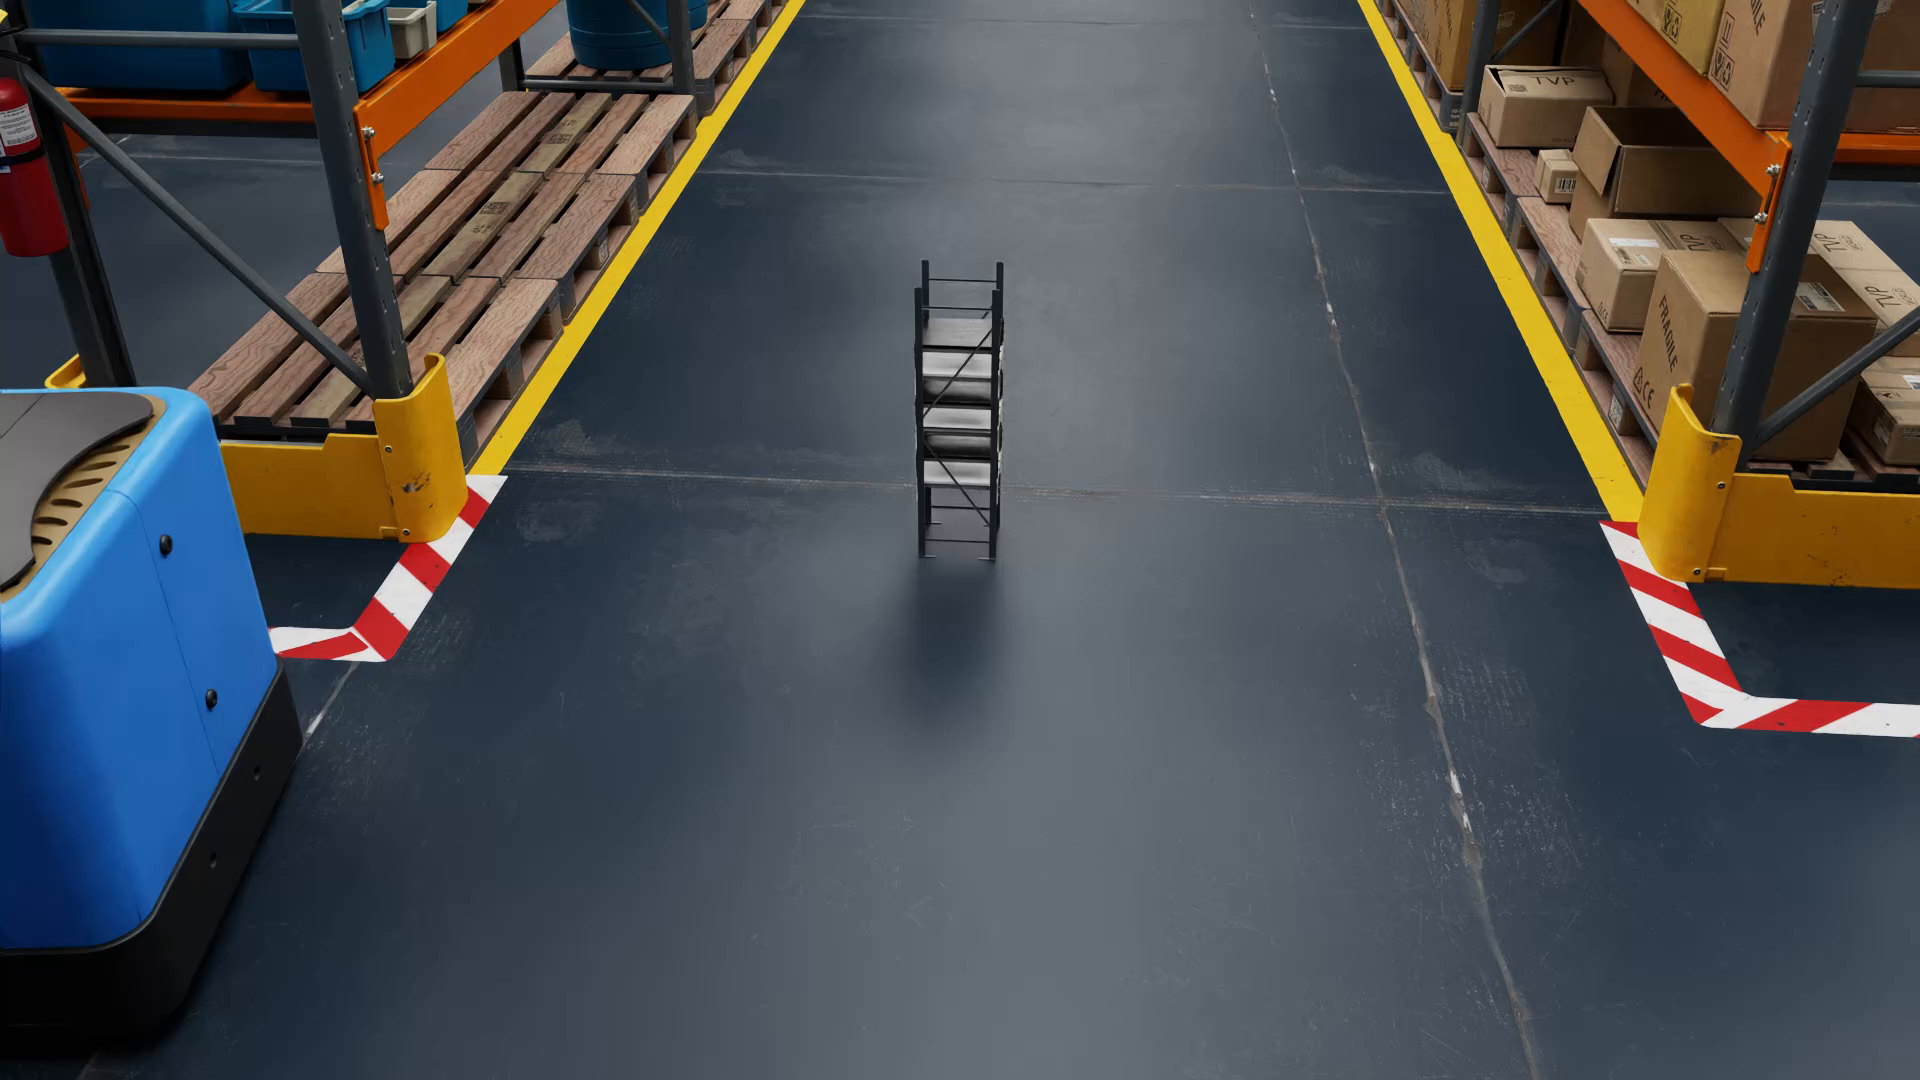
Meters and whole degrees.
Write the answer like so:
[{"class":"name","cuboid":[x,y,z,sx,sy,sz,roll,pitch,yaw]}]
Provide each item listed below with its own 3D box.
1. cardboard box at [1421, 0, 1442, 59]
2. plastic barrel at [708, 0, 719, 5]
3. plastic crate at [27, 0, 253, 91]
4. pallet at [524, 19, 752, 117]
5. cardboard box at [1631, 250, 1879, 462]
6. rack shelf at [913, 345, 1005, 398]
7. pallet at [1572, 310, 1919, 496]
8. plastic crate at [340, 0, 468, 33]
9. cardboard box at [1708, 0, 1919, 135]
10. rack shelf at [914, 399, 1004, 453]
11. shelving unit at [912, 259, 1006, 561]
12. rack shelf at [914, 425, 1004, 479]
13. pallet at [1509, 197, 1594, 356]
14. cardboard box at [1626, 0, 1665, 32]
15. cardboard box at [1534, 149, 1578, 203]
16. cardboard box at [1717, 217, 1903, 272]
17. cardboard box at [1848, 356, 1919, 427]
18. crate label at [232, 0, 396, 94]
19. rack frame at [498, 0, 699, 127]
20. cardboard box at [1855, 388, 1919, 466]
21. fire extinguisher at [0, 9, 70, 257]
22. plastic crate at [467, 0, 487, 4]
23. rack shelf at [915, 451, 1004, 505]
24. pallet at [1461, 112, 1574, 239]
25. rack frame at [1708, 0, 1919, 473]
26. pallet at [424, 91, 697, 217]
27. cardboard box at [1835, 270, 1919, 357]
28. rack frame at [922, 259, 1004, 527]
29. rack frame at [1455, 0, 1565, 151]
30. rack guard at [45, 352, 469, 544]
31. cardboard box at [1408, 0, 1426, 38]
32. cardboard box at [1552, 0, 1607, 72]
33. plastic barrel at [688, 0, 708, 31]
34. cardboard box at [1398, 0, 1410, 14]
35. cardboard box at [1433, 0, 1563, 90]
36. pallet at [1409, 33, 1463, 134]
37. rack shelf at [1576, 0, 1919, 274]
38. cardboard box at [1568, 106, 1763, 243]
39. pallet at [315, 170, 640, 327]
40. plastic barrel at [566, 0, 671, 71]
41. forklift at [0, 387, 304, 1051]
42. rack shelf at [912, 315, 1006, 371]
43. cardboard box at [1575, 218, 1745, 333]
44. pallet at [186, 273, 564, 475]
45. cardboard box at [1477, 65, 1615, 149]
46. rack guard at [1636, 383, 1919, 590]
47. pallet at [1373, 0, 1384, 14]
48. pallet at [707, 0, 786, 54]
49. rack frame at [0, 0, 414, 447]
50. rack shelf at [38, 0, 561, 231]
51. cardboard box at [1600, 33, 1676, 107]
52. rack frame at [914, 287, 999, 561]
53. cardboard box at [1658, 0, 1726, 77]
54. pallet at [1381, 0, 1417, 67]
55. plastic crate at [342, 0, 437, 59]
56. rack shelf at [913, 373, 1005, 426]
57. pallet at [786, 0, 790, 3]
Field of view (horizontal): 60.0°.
[{"class":"cardboard box","cuboid":[2.847,-2.920,9.093,0.500,0.500,0.500,3,32,4]},{"class":"plastic barrel","cuboid":[-1.639,-3.547,10.118,0.421,0.512,0.421,0,32,0]},{"class":"plastic crate","cuboid":[-2.378,-1.614,4.919,0.616,0.435,0.499,2,32,4]},{"class":"pallet","cuboid":[-1.789,-2.697,9.425,1.003,0.211,1.213,2,32,4]},{"class":"cardboard box","cuboid":[2.516,-0.595,5.320,0.500,0.500,0.500,2,32,4]},{"class":"rack shelf","cuboid":[-0.001,-0.504,4.930,0.258,0.077,0.200,2,32,4]},{"class":"pallet","cuboid":[2.788,-0.446,5.774,1.003,0.211,1.213,2,32,4]},{"class":"plastic crate","cuboid":[-1.817,-1.804,5.421,0.416,0.233,0.300,2,32,4]},{"class":"cardboard box","cuboid":[2.483,-1.465,4.674,0.500,0.500,0.500,3,32,5]},{"class":"rack shelf","cuboid":[-0.001,-0.350,5.025,0.258,0.077,0.200,2,32,4]},{"class":"shelving unit","cuboid":[-0.001,-0.379,5.007,0.258,0.900,0.210,2,32,4]},{"class":"rack shelf","cuboid":[-0.001,-0.274,5.072,0.258,0.077,0.200,2,32,4]},{"class":"pallet","cuboid":[2.890,-1.083,6.806,1.003,0.211,1.213,2,32,4]},{"class":"cardboard box","cuboid":[2.568,-1.998,5.537,0.500,0.500,0.500,3,32,4]},{"class":"cardboard box","cuboid":[2.733,-1.587,7.247,0.380,0.166,0.250,2,32,4]},{"class":"cardboard box","cuboid":[3.126,-0.989,6.197,0.500,0.250,0.500,2,32,4]},{"class":"cardboard box","cuboid":[3.115,-0.493,5.472,0.380,0.166,0.250,2,32,4]},{"class":"crate label","cuboid":[-1.871,-1.460,4.862,0.416,0.233,0.303,2,32,4]},{"class":"rack frame","cuboid":[-1.893,-3.482,8.041,1.000,3.000,0.127,2,32,4]},{"class":"cardboard box","cuboid":[3.094,-0.355,5.265,0.380,0.149,0.250,2,32,4]},{"class":"fire extinguisher","cuboid":[-2.684,-1.139,4.669,0.296,0.674,0.183,2,32,4]},{"class":"plastic crate","cuboid":[-1.707,-1.938,5.730,0.250,0.136,0.298,2,32,4]},{"class":"rack shelf","cuboid":[-0.001,-0.197,5.119,0.258,0.077,0.200,2,32,4]},{"class":"pallet","cuboid":[2.987,-1.722,7.844,1.003,0.211,1.213,2,32,4]},{"class":"rack frame","cuboid":[2.718,-1.177,4.301,1.000,3.000,0.127,2,32,4]},{"class":"pallet","cuboid":[-1.914,-1.909,8.146,1.003,0.211,1.213,2,32,4]},{"class":"cardboard box","cuboid":[3.085,-0.727,5.773,0.500,0.250,0.500,2,32,4]},{"class":"rack frame","cuboid":[0.008,-0.432,5.093,0.240,0.900,0.006,2,32,4]},{"class":"rack frame","cuboid":[3.043,-3.269,7.695,1.000,3.000,0.127,2,32,4]},{"class":"rack guard","cuboid":[-2.208,-0.313,5.282,1.175,0.500,0.348,2,32,4]},{"class":"cardboard box","cuboid":[2.888,-3.182,9.518,0.500,0.500,0.500,3,32,5]},{"class":"cardboard box","cuboid":[3.326,-2.634,8.629,0.500,0.500,0.500,1,32,2]},{"class":"plastic barrel","cuboid":[-1.774,-3.422,9.543,0.600,0.901,0.708,2,32,4]},{"class":"cardboard box","cuboid":[2.927,-3.448,9.950,0.500,0.500,0.500,1,32,2]},{"class":"cardboard box","cuboid":[2.798,-2.662,8.674,0.500,0.500,0.500,2,32,4]},{"class":"pallet","cuboid":[3.072,-2.508,9.119,1.003,0.211,1.213,2,32,4]},{"class":"rack shelf","cuboid":[2.881,-1.917,6.187,1.077,0.370,4.000,2,32,4]},{"class":"cardboard box","cuboid":[2.896,-1.411,6.640,0.797,0.503,0.637,2,32,4]},{"class":"pallet","cuboid":[-2.011,-1.269,7.108,1.003,0.211,1.213,2,32,4]},{"class":"plastic barrel","cuboid":[-1.832,-3.051,8.942,0.600,0.901,0.708,2,32,4]},{"class":"forklift","cuboid":[-3.179,-0.405,3.113,3.031,2.935,1.130,-1,32,-2]},{"class":"rack shelf","cuboid":[-0.001,-0.580,4.883,0.258,0.077,0.200,2,32,4]},{"class":"cardboard box","cuboid":[2.624,-0.984,6.189,0.500,0.250,0.500,2,32,4]},{"class":"pallet","cuboid":[-2.113,-0.633,6.076,1.003,0.211,1.213,2,32,4]},{"class":"cardboard box","cuboid":[2.794,-2.101,7.944,0.500,0.311,0.500,2,32,4]},{"class":"rack guard","cuboid":[2.724,-0.153,5.021,1.175,0.500,0.348,2,32,4]},{"class":"pallet","cuboid":[3.271,-3.784,11.190,1.003,0.211,1.213,2,32,4]},{"class":"pallet","cuboid":[-1.692,-3.336,10.463,1.003,0.211,1.213,2,32,4]},{"class":"rack frame","cuboid":[-2.219,-1.391,4.647,1.000,3.000,0.127,2,32,4]},{"class":"rack shelf","cuboid":[-2.056,-2.130,6.533,1.077,0.370,4.000,2,32,4]},{"class":"cardboard box","cuboid":[3.280,-2.082,7.732,0.500,0.500,0.500,2,32,4]},{"class":"rack frame","cuboid":[-0.009,-0.326,4.921,0.240,0.900,0.006,2,32,4]},{"class":"cardboard box","cuboid":[2.522,-1.737,5.114,0.500,0.500,0.500,3,32,4]},{"class":"pallet","cuboid":[3.169,-3.148,10.157,1.003,0.211,1.213,2,32,4]},{"class":"plastic crate","cuboid":[-1.762,-1.583,5.154,0.250,0.136,0.298,2,32,4]},{"class":"rack shelf","cuboid":[-0.001,-0.427,4.977,0.258,0.077,0.200,2,32,4]},{"class":"pallet","cuboid":[-1.590,-3.973,11.495,1.003,0.211,1.213,2,32,4]}]
